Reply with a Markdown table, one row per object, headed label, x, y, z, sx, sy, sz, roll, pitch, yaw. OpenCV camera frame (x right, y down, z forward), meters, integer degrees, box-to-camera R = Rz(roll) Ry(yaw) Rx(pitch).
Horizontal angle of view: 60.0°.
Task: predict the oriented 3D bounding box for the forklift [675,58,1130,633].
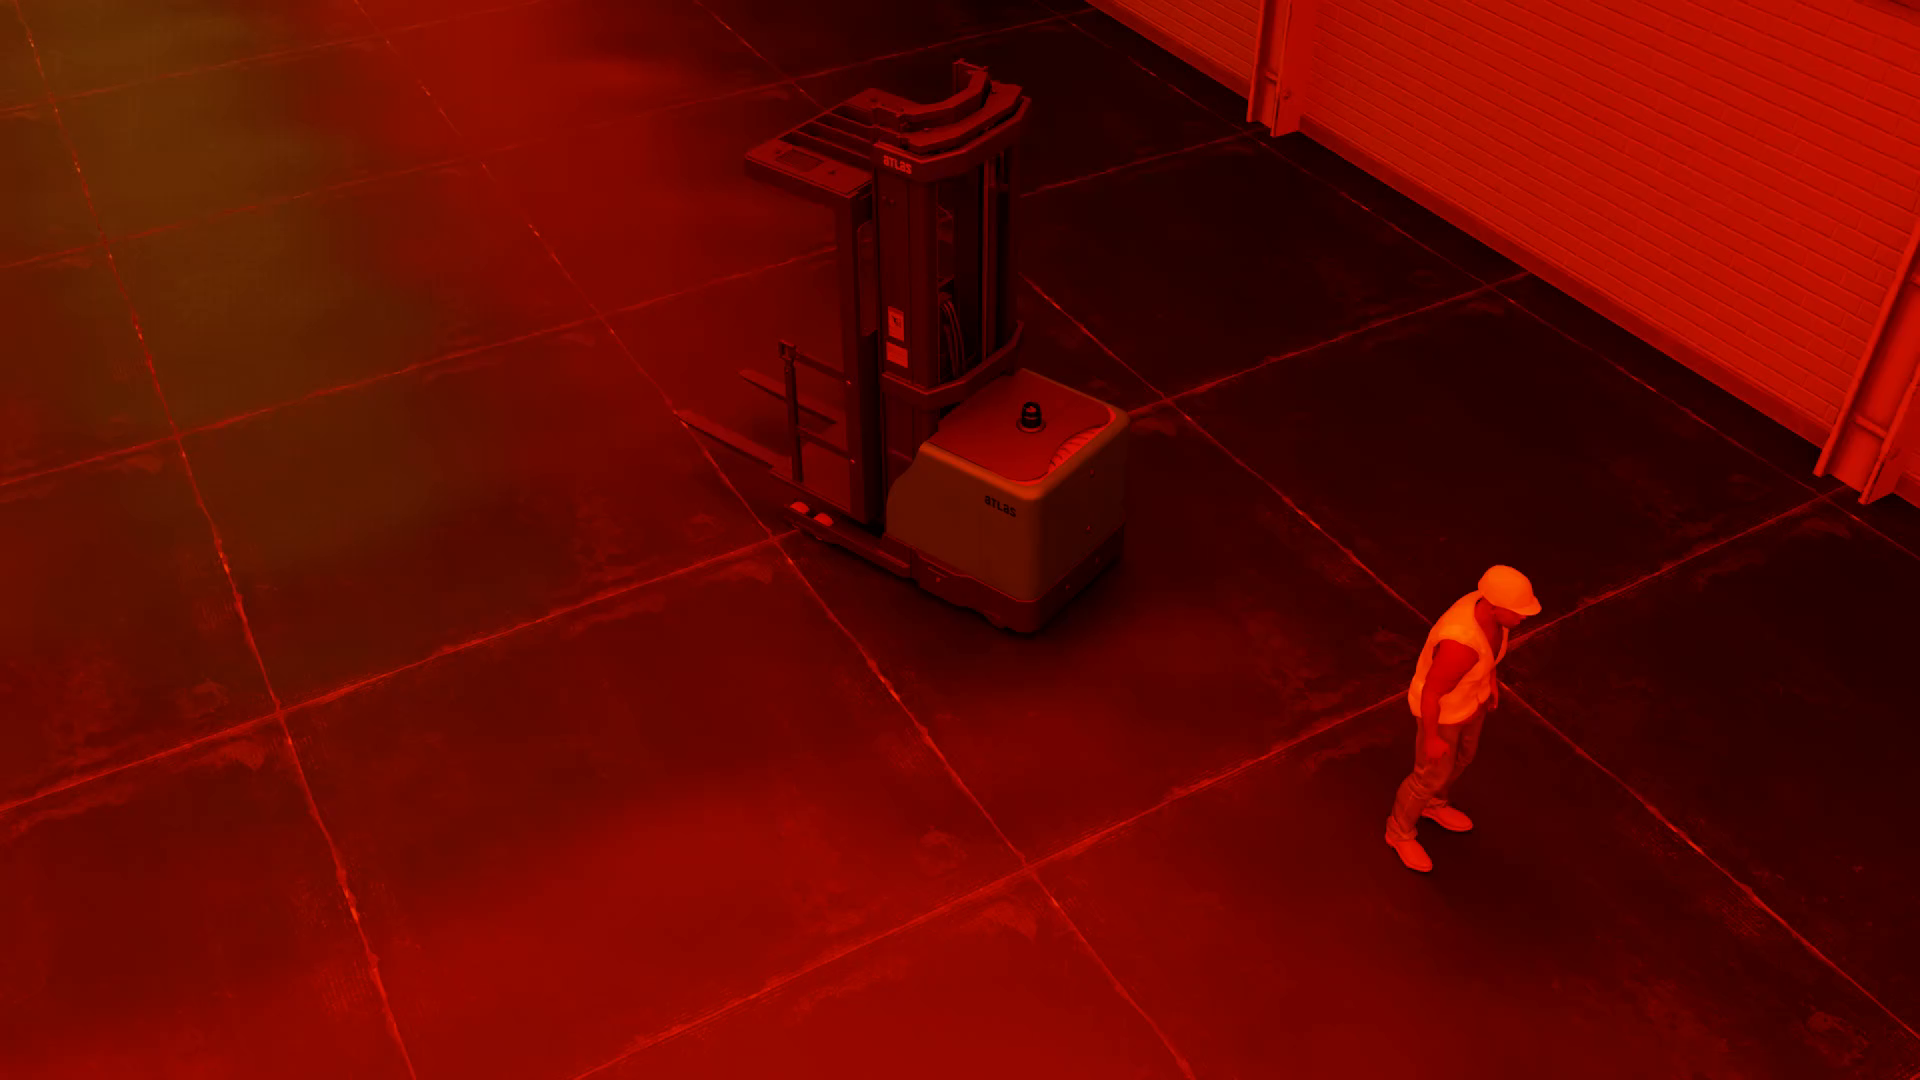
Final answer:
| label | x | y | z | sx | sy | sz | roll | pitch | yaw |
| --- | --- | --- | --- | --- | --- | --- | --- | --- | --- |
| forklift | -0.481 | -1.366 | 9.683 | 3.031 | 2.935 | 1.130 | 26 | 46 | 28 |

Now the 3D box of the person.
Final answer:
| label | x | y | z | sx | sy | sz | roll | pitch | yaw |
| --- | --- | --- | --- | --- | --- | --- | --- | --- | --- |
| person | 2.398 | 0.803 | 7.987 | 0.454 | 1.761 | 0.636 | 31 | 49 | 32 |
